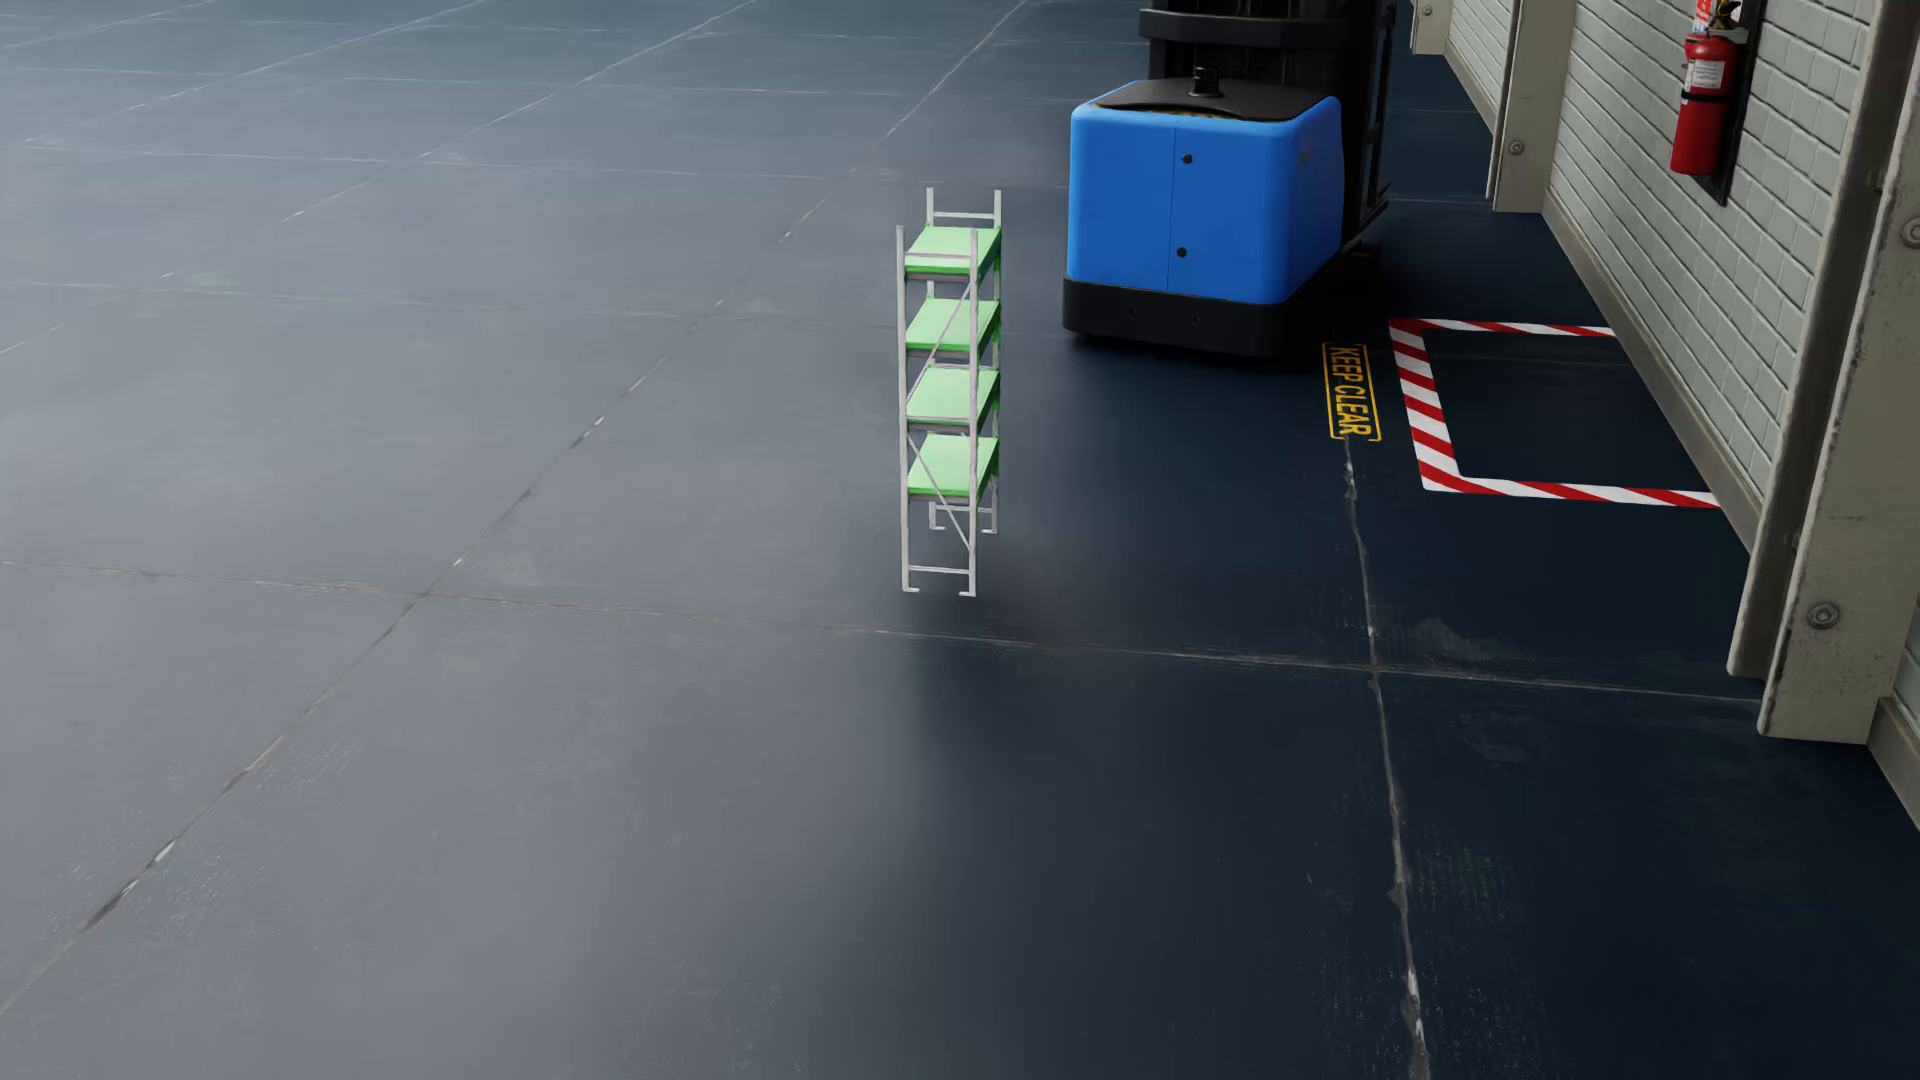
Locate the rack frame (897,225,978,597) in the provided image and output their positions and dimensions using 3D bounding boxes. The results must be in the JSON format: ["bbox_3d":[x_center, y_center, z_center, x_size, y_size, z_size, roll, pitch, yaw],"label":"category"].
[{"bbox_3d":[-0.067,-0.372,5.130,0.240,1.200,0.015,4,25,9],"label":"rack frame"}]

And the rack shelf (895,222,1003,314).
[{"bbox_3d":[-0.027,-0.851,5.171,0.258,0.148,0.480,4,25,9],"label":"rack shelf"}]

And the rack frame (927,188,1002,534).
[{"bbox_3d":[0.013,-0.576,5.566,0.240,1.200,0.015,4,25,9],"label":"rack frame"}]

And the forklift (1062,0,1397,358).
[{"bbox_3d":[1.563,-2.717,8.096,1.130,2.935,3.031,11,27,23],"label":"forklift"}]

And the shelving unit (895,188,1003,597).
[{"bbox_3d":[-0.027,-0.474,5.348,0.258,1.200,0.503,4,25,9],"label":"shelving unit"}]

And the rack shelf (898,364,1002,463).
[{"bbox_3d":[-0.027,-0.416,5.375,0.258,0.148,0.480,4,25,9],"label":"rack shelf"}]

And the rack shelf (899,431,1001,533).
[{"bbox_3d":[-0.027,-0.199,5.477,0.258,0.148,0.480,4,25,9],"label":"rack shelf"}]

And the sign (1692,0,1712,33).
[{"bbox_3d":[3.032,-2.161,6.786,0.001,0.329,0.234,4,25,9],"label":"sign"}]

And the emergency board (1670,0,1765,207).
[{"bbox_3d":[2.840,-1.921,6.315,0.194,1.169,0.643,4,25,9],"label":"emergency board"}]

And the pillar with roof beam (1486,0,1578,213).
[{"bbox_3d":[-0.868,-6.415,8.839,9.100,9.000,0.400,4,25,9],"label":"pillar with roof beam"}]

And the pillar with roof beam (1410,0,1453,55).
[{"bbox_3d":[0.112,-8.924,14.200,9.100,9.000,0.400,4,25,9],"label":"pillar with roof beam"}]

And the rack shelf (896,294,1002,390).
[{"bbox_3d":[-0.027,-0.634,5.273,0.258,0.148,0.480,4,25,9],"label":"rack shelf"}]

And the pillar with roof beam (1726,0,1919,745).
[{"bbox_3d":[-1.849,-3.905,3.478,9.100,9.000,0.400,4,25,9],"label":"pillar with roof beam"}]
